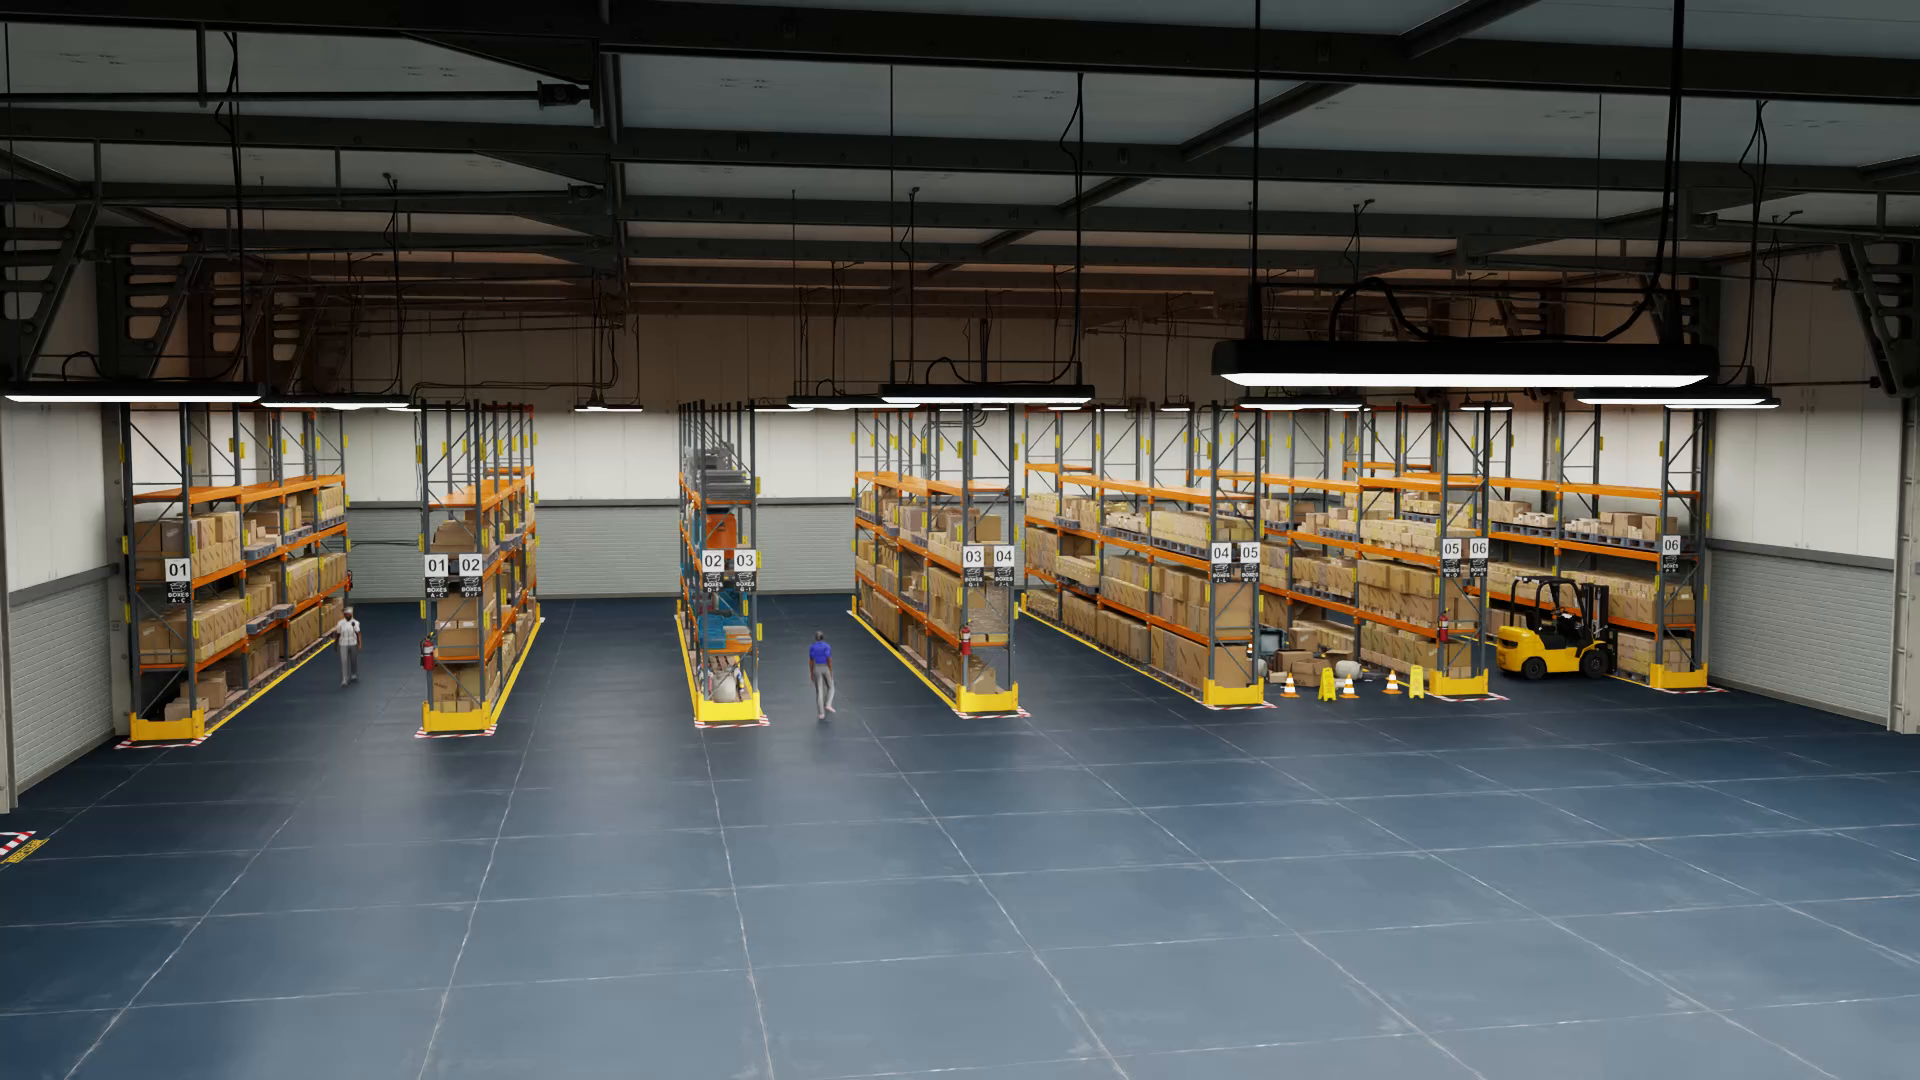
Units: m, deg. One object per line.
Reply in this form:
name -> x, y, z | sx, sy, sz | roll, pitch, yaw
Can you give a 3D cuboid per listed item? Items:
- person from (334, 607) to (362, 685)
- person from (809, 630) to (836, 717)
person -> -13.001, 2.221, 35.325 | 0.560, 1.623, 1.041 | -2, 5, -20
person -> -2.604, 2.543, 31.461 | 0.499, 1.595, 0.442 | 0, 4, 1
